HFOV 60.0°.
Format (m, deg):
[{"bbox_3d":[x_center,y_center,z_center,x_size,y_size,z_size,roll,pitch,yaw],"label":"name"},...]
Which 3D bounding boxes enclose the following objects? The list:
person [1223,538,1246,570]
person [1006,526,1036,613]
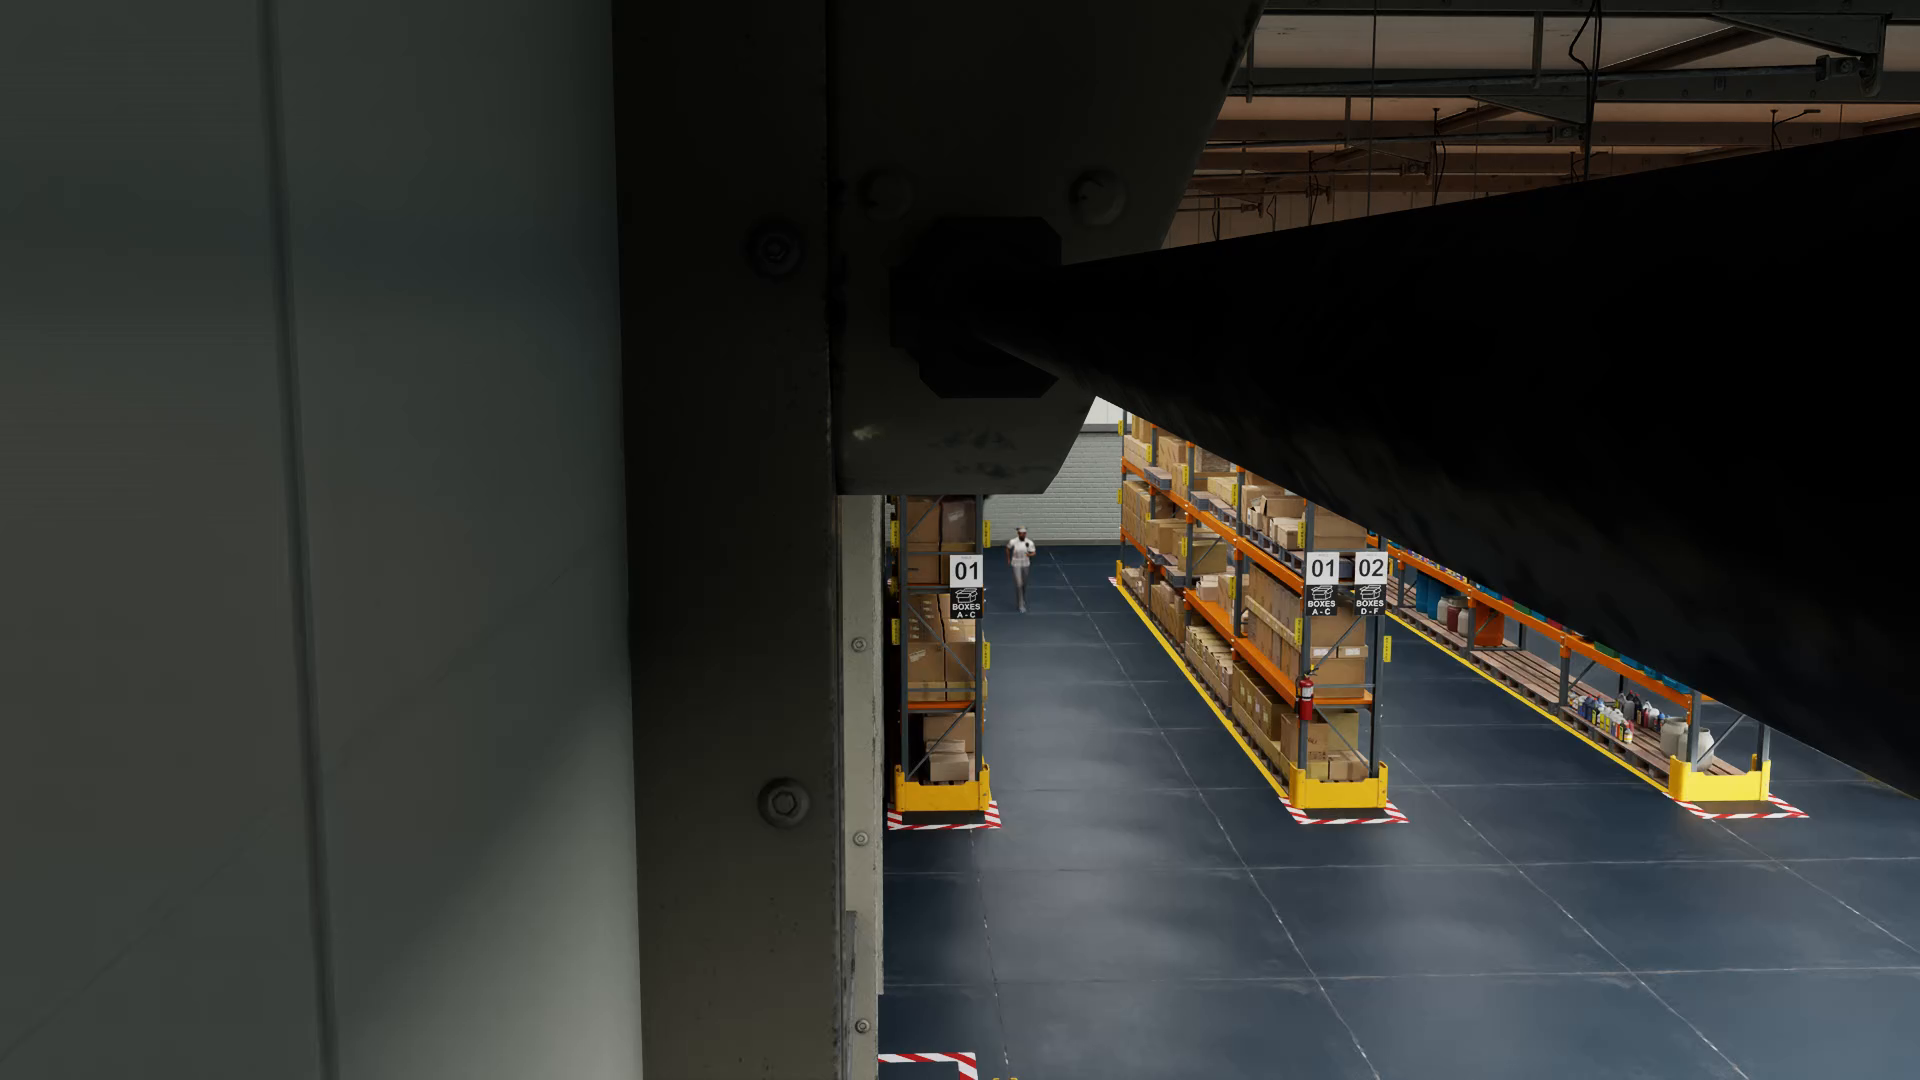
[{"bbox_3d":[5.923,0.305,35.626,0.601,1.557,0.853,-2,9,-16],"label":"person"},{"bbox_3d":[1.233,0.552,33.476,0.558,1.704,0.903,-2,9,-10],"label":"person"}]
